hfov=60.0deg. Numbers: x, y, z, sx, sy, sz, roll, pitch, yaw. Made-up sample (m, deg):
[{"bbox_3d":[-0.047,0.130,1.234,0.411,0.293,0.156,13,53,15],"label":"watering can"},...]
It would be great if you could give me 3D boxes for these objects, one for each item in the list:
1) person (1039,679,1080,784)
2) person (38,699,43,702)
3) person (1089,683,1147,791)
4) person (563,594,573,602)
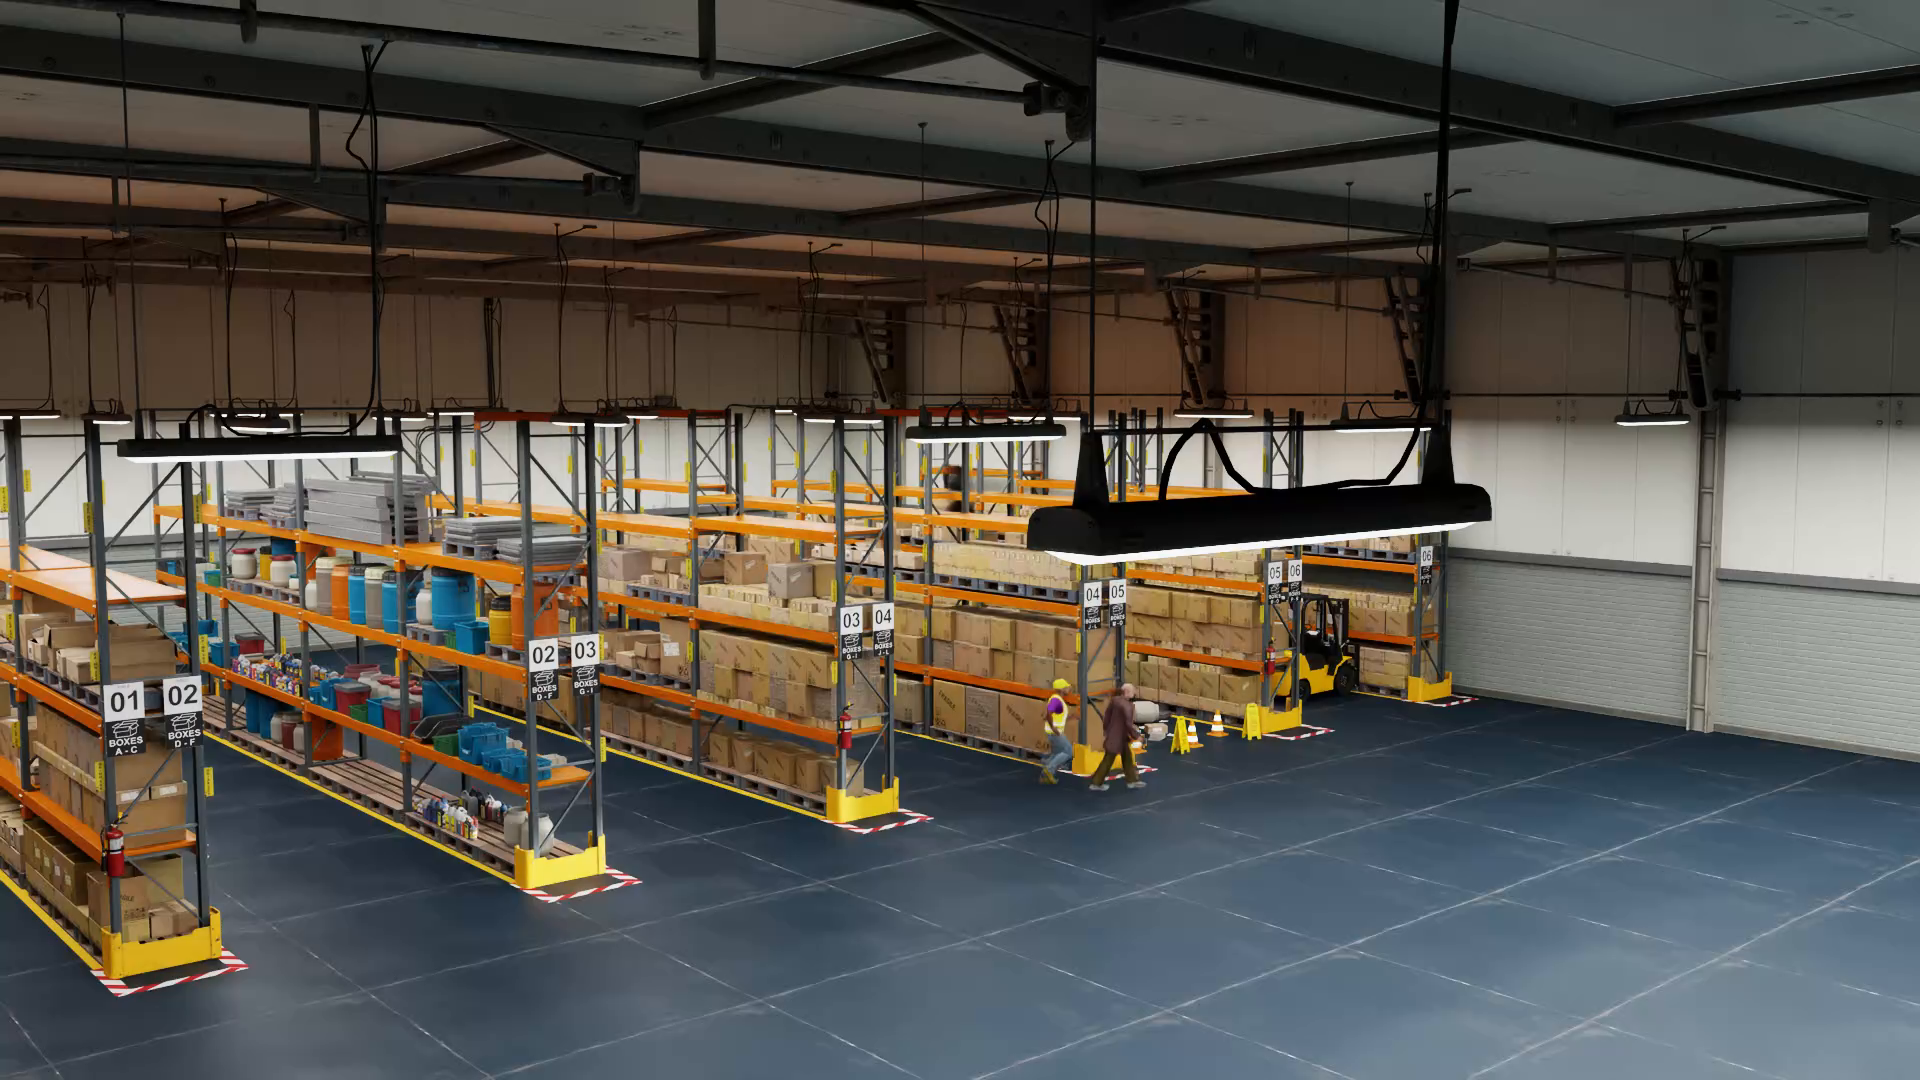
[{"bbox_3d":[1.623,3.105,26.915,0.684,1.717,0.708,0,5,0],"label":"person"},{"bbox_3d":[-16.544,2.871,30.268,0.755,1.591,0.531,5,7,44],"label":"person"},{"bbox_3d":[2.525,3.116,26.344,0.998,1.722,0.644,-1,5,-9],"label":"person"},{"bbox_3d":[-9.193,2.039,38.953,0.657,1.819,0.844,-2,6,-26],"label":"person"}]
